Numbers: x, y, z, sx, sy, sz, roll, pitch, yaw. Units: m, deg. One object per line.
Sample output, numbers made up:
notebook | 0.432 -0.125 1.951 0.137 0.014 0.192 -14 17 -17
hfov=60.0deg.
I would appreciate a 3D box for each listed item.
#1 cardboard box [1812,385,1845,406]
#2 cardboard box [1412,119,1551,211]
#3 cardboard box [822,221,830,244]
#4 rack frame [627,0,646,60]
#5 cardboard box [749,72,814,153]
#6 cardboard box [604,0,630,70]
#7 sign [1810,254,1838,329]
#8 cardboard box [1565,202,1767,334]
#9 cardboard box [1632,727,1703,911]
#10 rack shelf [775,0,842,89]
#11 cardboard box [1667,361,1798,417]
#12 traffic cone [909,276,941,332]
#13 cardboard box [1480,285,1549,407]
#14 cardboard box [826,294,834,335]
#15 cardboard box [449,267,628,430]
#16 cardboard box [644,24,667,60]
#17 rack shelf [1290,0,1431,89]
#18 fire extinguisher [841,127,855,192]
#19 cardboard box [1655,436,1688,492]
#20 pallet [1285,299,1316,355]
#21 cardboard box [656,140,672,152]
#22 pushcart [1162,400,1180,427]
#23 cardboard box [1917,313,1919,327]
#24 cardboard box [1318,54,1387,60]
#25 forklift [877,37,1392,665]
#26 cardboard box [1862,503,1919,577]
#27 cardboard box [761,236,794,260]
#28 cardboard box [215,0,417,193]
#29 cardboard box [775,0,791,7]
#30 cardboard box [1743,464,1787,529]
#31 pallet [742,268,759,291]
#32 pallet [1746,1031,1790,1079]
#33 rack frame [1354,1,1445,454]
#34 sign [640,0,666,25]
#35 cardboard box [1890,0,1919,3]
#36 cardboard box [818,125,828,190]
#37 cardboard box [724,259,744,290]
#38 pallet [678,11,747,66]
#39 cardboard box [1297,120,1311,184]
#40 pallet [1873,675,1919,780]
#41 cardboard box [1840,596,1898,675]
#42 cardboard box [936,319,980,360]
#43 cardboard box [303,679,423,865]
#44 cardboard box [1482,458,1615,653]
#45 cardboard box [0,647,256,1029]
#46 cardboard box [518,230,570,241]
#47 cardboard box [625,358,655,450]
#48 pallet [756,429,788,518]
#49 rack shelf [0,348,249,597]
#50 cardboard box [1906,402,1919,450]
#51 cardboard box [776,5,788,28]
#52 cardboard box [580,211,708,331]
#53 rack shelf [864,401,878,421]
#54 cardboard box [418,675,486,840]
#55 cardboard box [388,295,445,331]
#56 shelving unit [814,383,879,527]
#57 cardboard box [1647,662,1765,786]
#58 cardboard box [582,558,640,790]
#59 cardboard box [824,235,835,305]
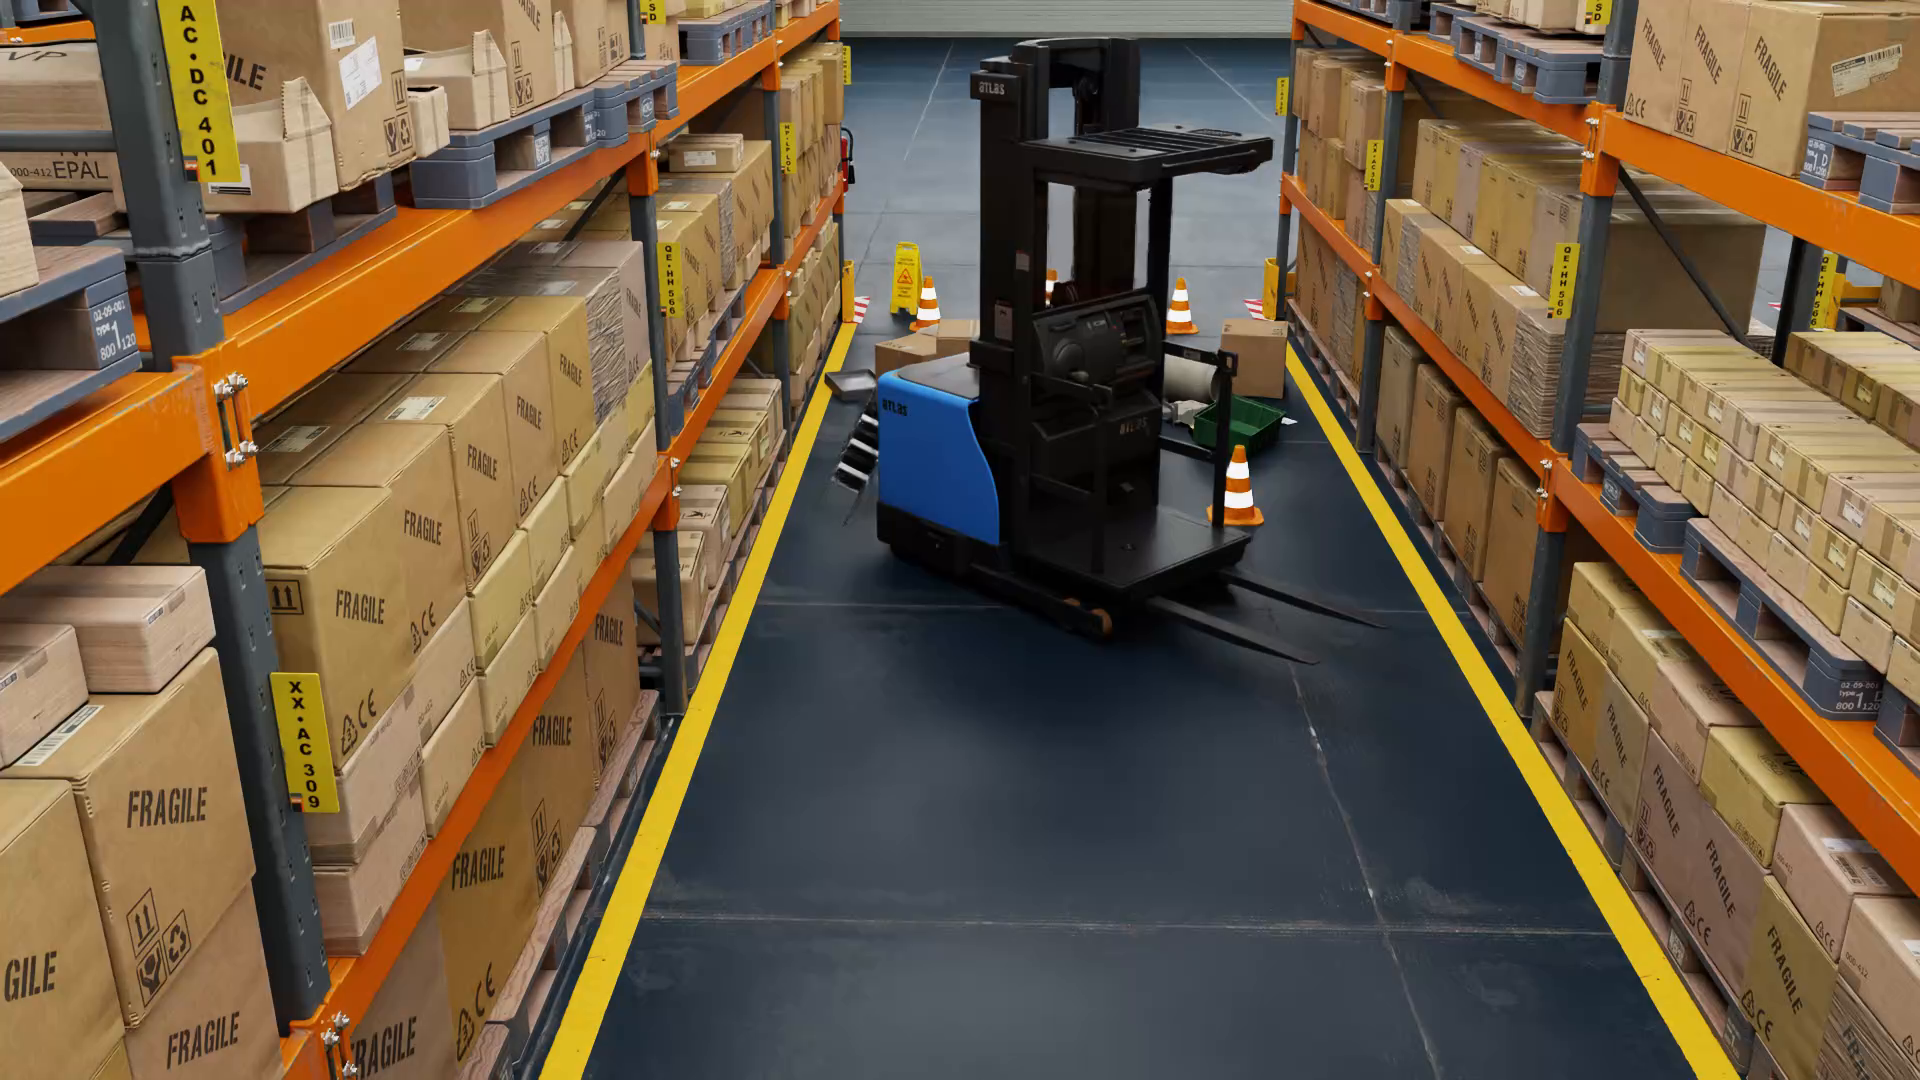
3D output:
cardboard box | 3.582 -0.504 6.537 0.380 0.149 0.250 1 21 4
cardboard box | 3.261 -2.347 10.409 0.700 0.500 0.500 0 21 1
cardboard box | -1.278 -2.527 13.681 0.380 0.149 0.250 1 21 3
rack frame | -1.802 -3.382 6.305 1.000 3.000 0.127 1 21 2
cardboard box | -1.413 -3.024 11.744 0.700 0.500 0.500 1 21 2
cardboard box | -1.663 -2.089 6.397 0.797 0.503 0.637 -1 21 -2
sign | 3.691 -1.067 7.142 0.100 0.325 0.005 1 21 2
cardboard box | 3.172 -1.242 7.563 0.700 0.500 0.500 1 21 1
cardboard box | 2.849 1.023 6.121 0.500 0.500 0.500 0 21 0
rack shelf | -1.620 -3.817 12.569 1.077 0.370 4.000 1 21 2
cardboard box | 2.923 -0.572 6.302 0.380 0.149 0.250 1 21 1
traffic cone | -0.283 -2.125 14.866 0.336 0.463 0.334 1 21 2
cardboard box | 2.910 -0.960 8.218 0.500 0.500 0.500 1 21 2
cardboard box | -1.338 -1.909 14.023 0.500 0.250 0.500 1 21 2
cardboard box | -1.564 -0.722 6.224 0.500 0.500 0.500 1 21 3
cardboard box | -1.763 -2.373 7.712 0.700 0.500 0.500 1 21 2
rack shelf | 3.331 -3.800 12.522 1.077 0.370 4.000 1 21 2
fire extinguisher | -1.095 -3.478 14.952 0.296 0.674 0.183 1 21 2
cardboard box | 2.917 -0.292 6.401 0.380 0.149 0.250 2 21 4
pallet | 3.446 -1.870 14.556 1.003 0.211 1.213 1 21 2
cardboard box | -1.982 -2.246 10.541 0.500 0.500 0.500 1 21 3
pushcart | 0.600 -0.802 11.574 1.648 0.377 0.936 -7 22 -17
cardboard box | 8.327 -1.957 13.801 0.500 0.500 0.500 6 22 16
cardboard box | 3.417 -3.699 13.716 0.875 0.550 0.550 1 21 2
forklift | 0.885 -1.050 8.684 1.130 2.935 3.031 -19 28 -40
cardboard box | 2.880 0.002 4.823 0.380 0.149 0.250 0 21 0
cardboard box | -1.350 -2.025 11.447 0.380 0.149 0.250 1 21 1
cardboard box | -1.607 -1.095 3.839 0.500 0.500 0.500 0 21 1
cardboard box | -1.394 -3.655 10.950 0.500 0.250 0.500 0 21 0
cardboard box | 2.895 -0.146 5.615 0.380 0.149 0.250 0 21 1
pallet | -1.849 -1.667 10.444 1.003 0.211 1.213 1 21 2
pallet | 3.049 1.898 4.846 1.003 0.211 1.213 1 21 2
rack frame | 3.270 -2.013 11.071 1.000 3.000 0.127 1 21 2
sign | -1.248 -2.252 6.716 0.100 0.325 0.005 1 21 2
cardboard box | 3.383 -1.622 5.778 0.500 0.500 0.500 1 21 2
cardboard box | -1.339 -3.102 13.327 0.500 0.500 0.500 1 21 1
cardboard box | -1.466 -1.552 9.649 0.380 0.149 0.250 1 21 2
pallet | -1.834 -2.745 9.070 1.213 0.211 1.003 1 21 2
cardboard box | 3.426 -3.395 14.424 0.875 0.550 0.550 1 21 2
pallet | 3.195 0.694 4.359 1.003 0.211 1.213 1 21 2
cardboard box | 2.869 0.279 4.929 0.380 0.149 0.250 0 21 -1
cardboard box | 0.099 -1.210 11.410 0.500 0.500 0.500 1 21 2
cardboard box | -1.629 0.542 4.001 0.500 0.250 0.500 0 21 0
cardboard box | 3.257 0.067 8.240 1.050 0.750 0.750 0 21 1
cardboard box | -1.662 0.522 3.016 0.500 0.500 0.500 0 21 1
cardboard box | -2.066 -1.134 7.674 0.500 0.500 0.500 0 21 0
cardboard box | -1.563 -0.570 6.868 0.500 0.250 0.500 1 21 1
pallet | -1.703 -0.450 10.896 1.003 0.211 1.213 1 21 2
rack shelf | -1.985 0.521 1.386 1.077 0.370 4.000 1 21 2
cardboard box | 3.556 -0.372 5.785 0.380 0.149 0.250 1 21 2
cardboard box | -1.360 -3.517 11.146 0.380 0.149 0.250 1 21 2
cardboard box | -1.549 -1.315 8.141 0.500 0.500 0.500 2 21 4
rack shelf | -0.519 -0.741 10.340 0.200 0.077 0.258 27 -24 -8
cardboard box | -1.632 0.588 4.575 0.500 0.250 0.500 0 21 0
cardboard box | -2.098 -0.556 5.794 0.500 0.500 0.500 1 21 3
shelving unit | -0.604 -0.542 10.243 0.210 0.900 0.258 27 -24 -8
cardboard box | 2.842 0.662 6.015 0.500 0.250 0.500 1 21 2
cardboard box | -1.906 0.459 7.057 0.875 0.875 0.875 0 21 1
cardboard box | -1.335 -2.260 13.890 0.500 0.500 0.500 1 21 4
